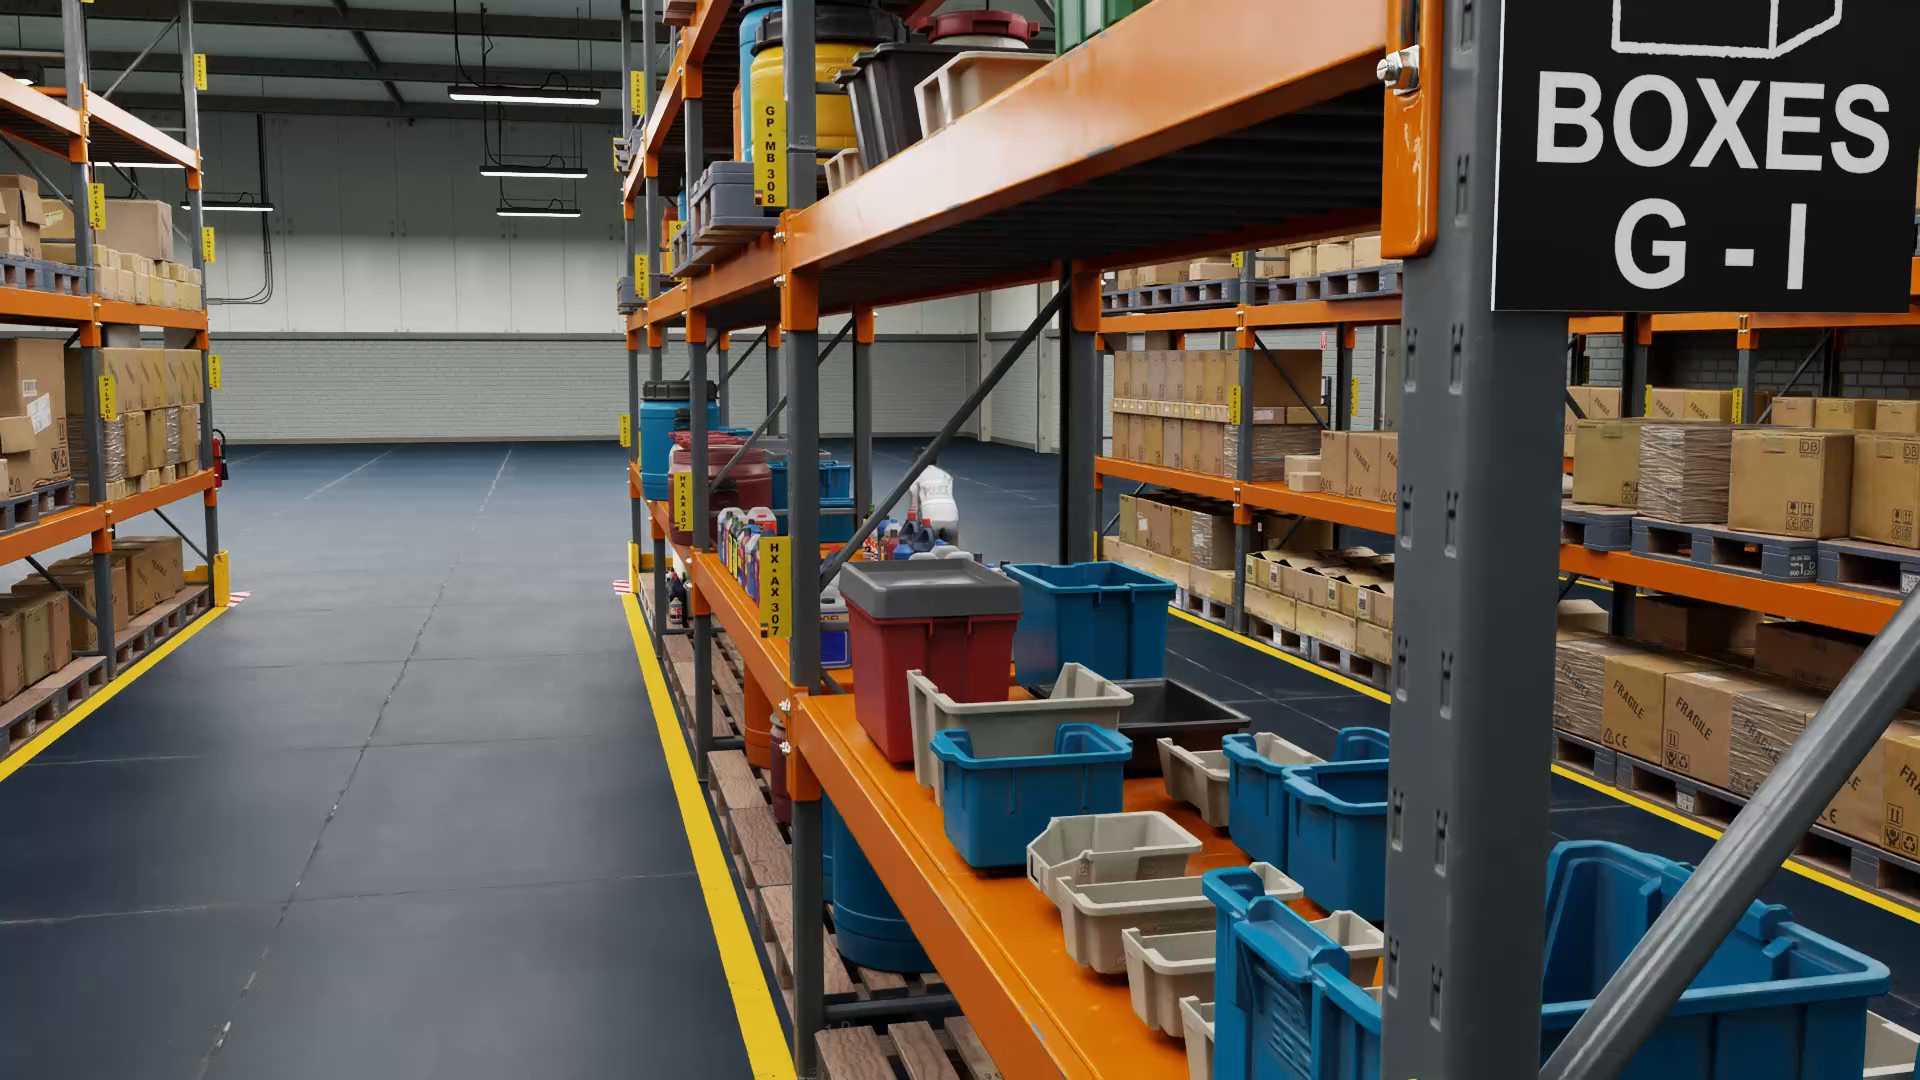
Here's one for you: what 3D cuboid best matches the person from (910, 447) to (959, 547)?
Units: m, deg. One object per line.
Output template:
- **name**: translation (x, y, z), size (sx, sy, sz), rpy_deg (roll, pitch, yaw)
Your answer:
- **person**: translation (-0.250, -0.089, 15.553), size (0.413, 1.552, 0.647), rpy_deg (-2, 6, -15)
